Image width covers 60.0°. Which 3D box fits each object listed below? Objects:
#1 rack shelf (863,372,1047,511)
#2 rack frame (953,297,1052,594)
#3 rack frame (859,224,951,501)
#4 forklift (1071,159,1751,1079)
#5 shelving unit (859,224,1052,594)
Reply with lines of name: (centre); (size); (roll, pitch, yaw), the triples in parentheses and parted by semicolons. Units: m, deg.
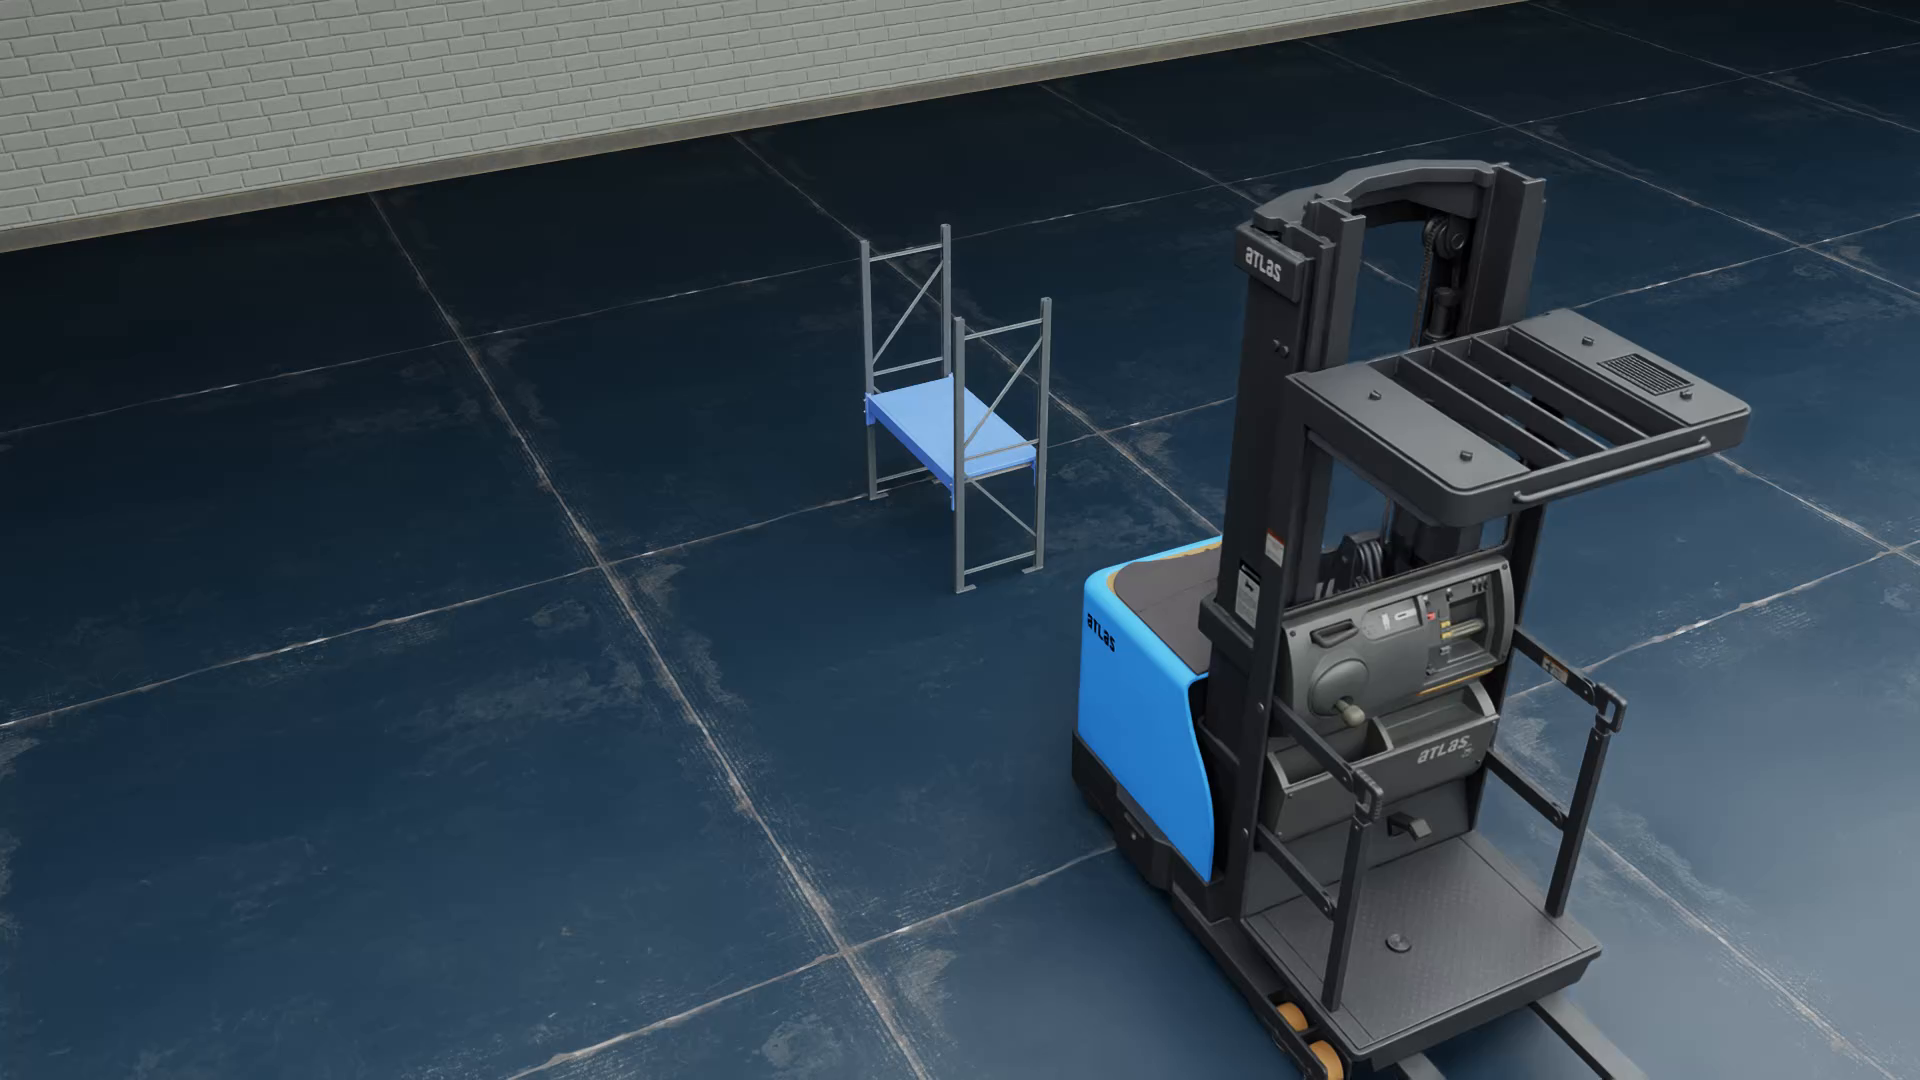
rack shelf: (-0.040, -0.521, 8.506); (0.538, 0.185, 1.000); (-16, 36, -23)
rack frame: (0.197, -0.430, 8.030); (0.500, 1.500, 0.032); (-16, 36, -23)
rack frame: (-0.277, -0.915, 8.788); (0.500, 1.500, 0.032); (-16, 36, -23)
forklift: (1.576, 0.399, 5.410); (1.130, 2.935, 3.031); (-15, 36, -22)
shelving unit: (-0.040, -0.672, 8.409); (0.538, 1.500, 1.048); (-16, 36, -23)
